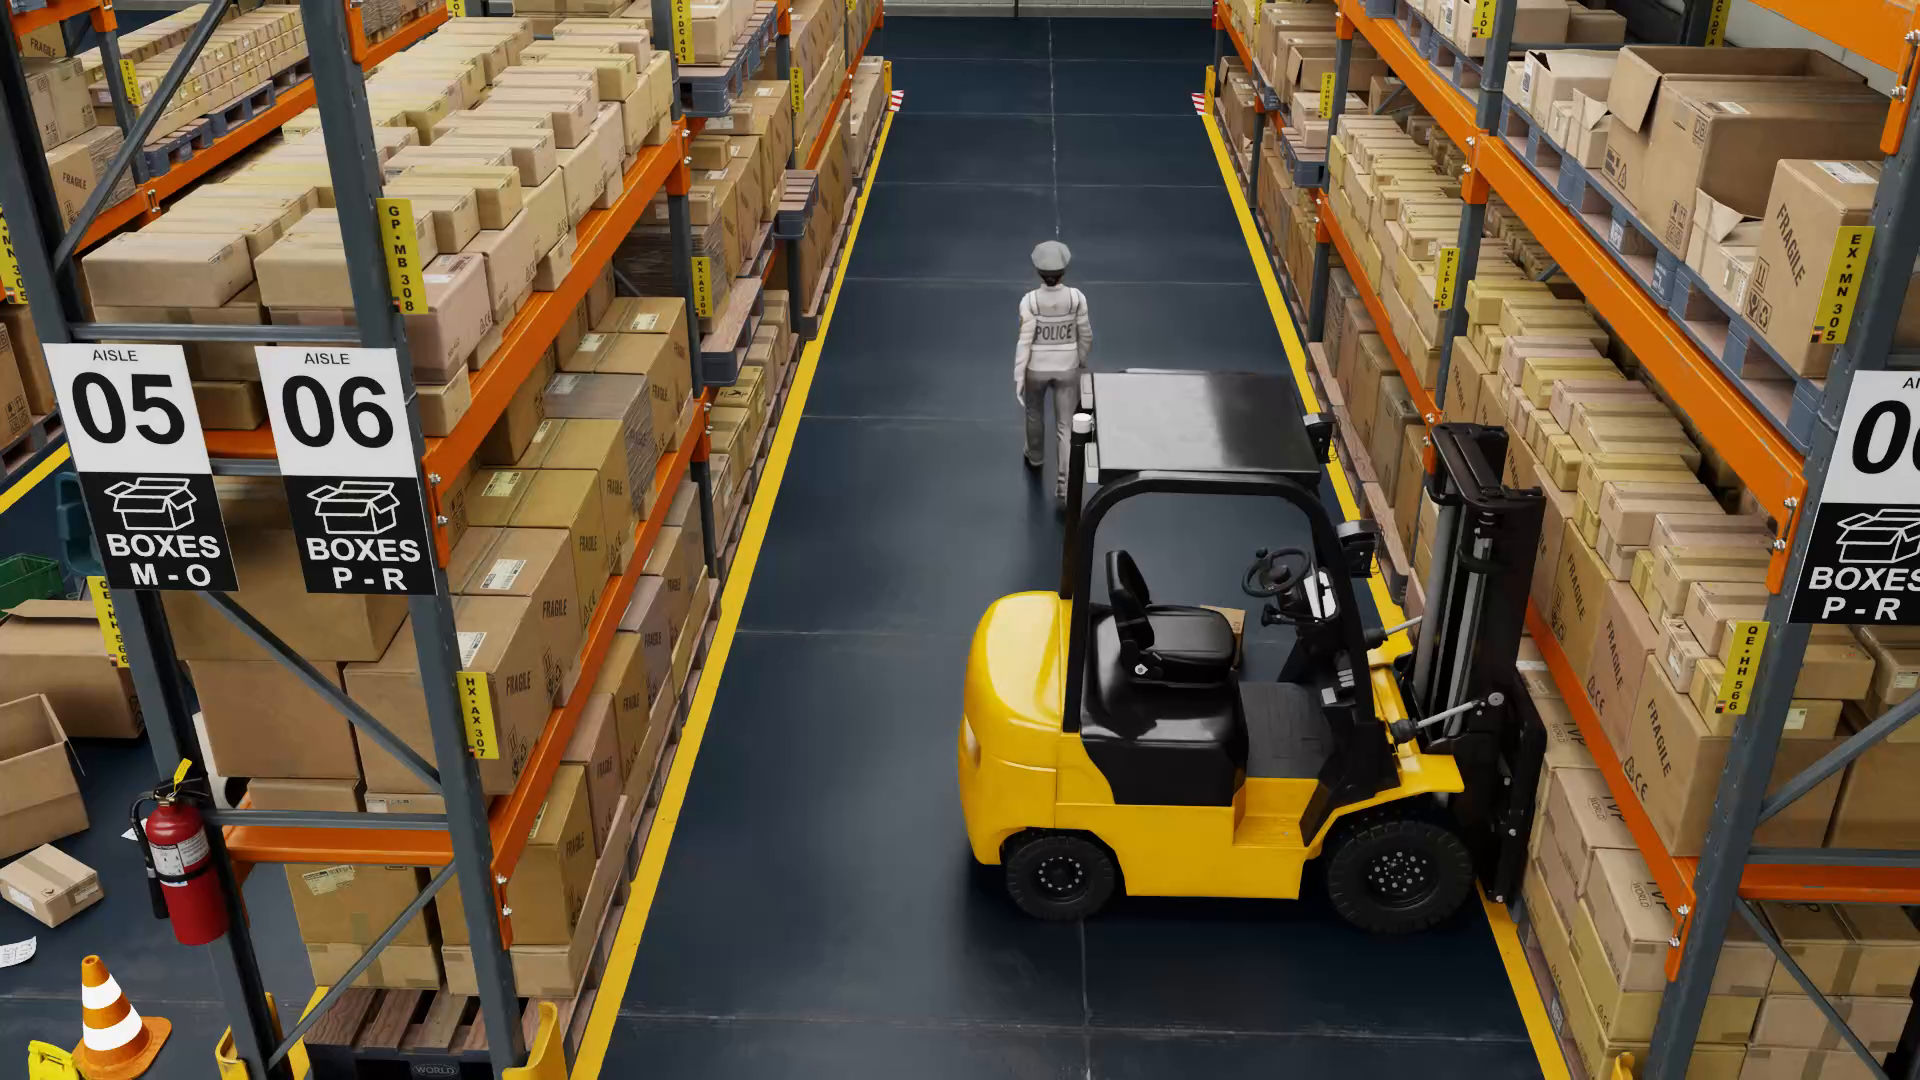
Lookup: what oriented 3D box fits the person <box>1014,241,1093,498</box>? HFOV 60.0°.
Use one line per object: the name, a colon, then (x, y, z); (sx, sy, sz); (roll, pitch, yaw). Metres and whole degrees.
person: (0.594, -1.109, 10.664); (0.519, 1.635, 1.038); (-1, 28, -2)
